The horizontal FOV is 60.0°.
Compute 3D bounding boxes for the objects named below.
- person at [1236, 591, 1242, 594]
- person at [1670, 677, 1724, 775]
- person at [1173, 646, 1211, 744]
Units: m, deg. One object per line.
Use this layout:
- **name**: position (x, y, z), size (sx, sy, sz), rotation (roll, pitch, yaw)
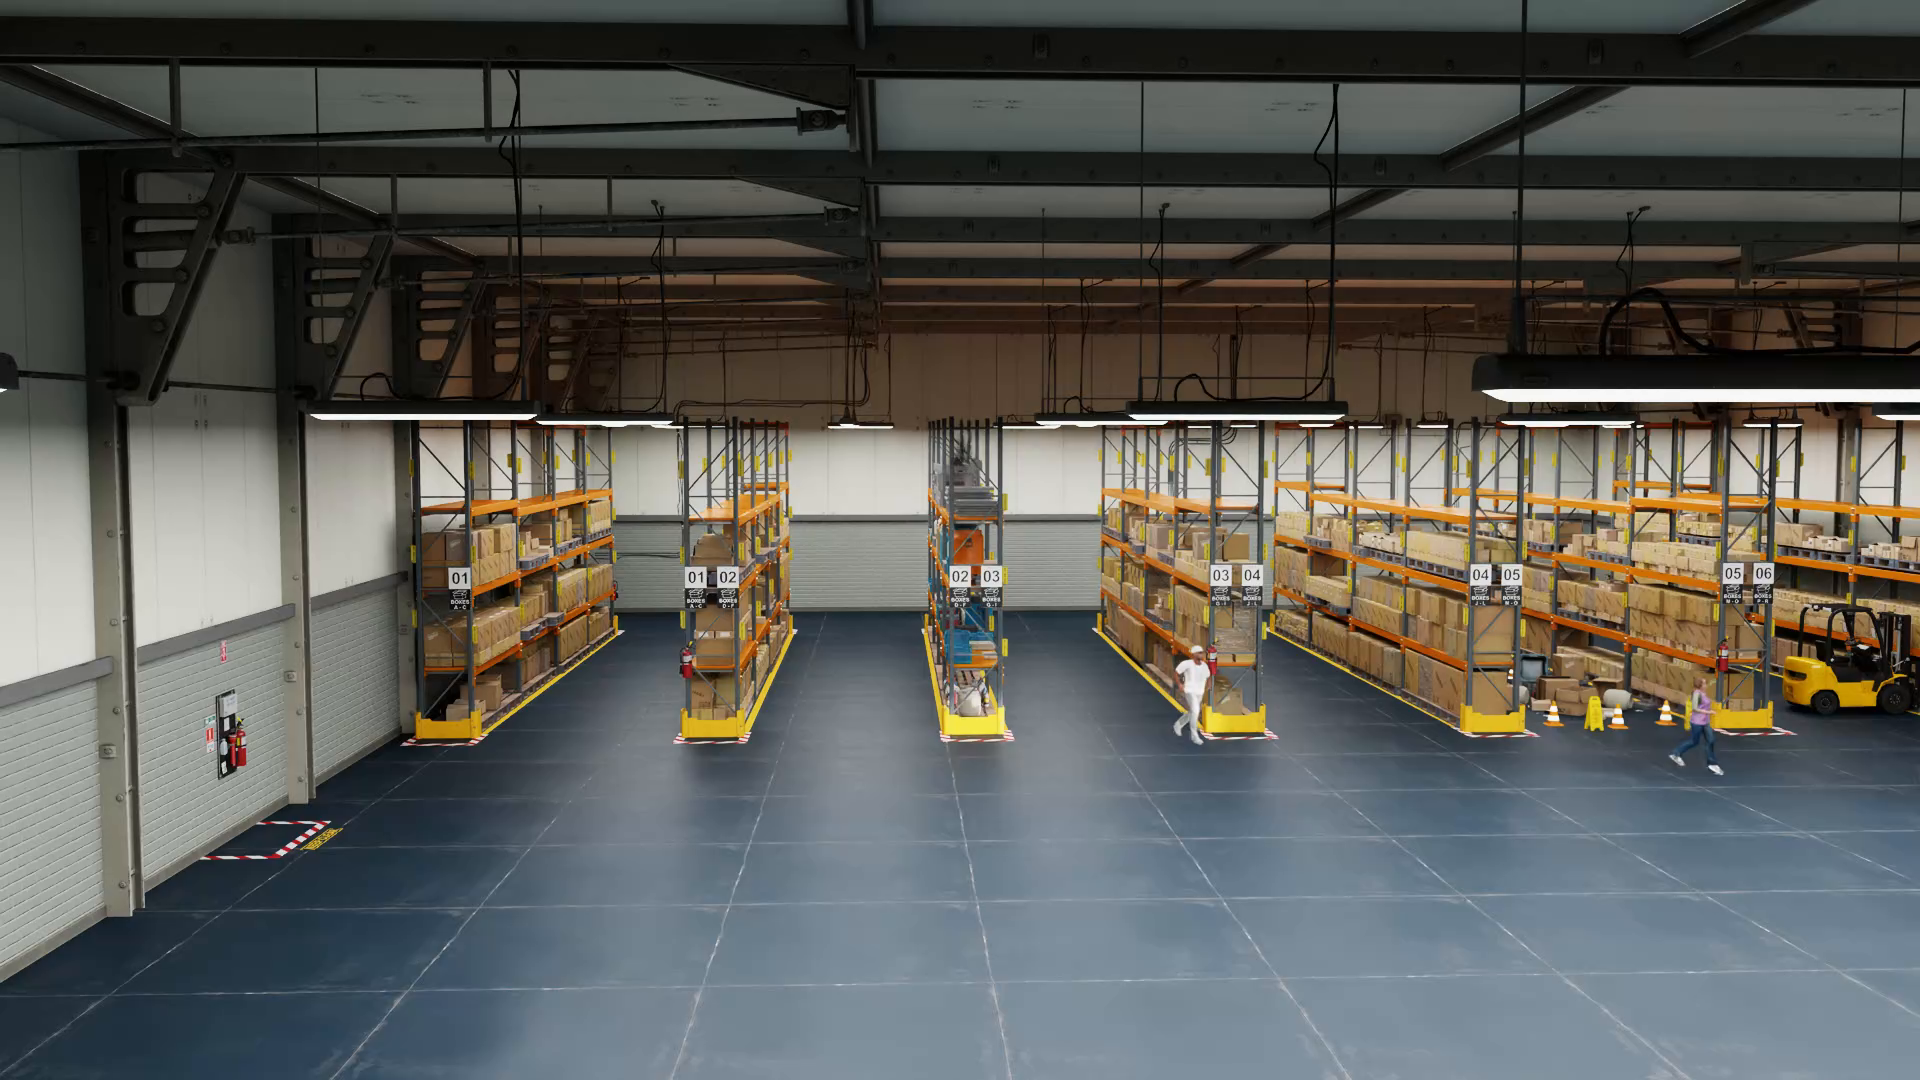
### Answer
- **person**: position (7.777, 1.865, 46.484), size (0.707, 1.681, 0.591), rotation (0, 4, -5)
- **person**: position (12.411, 3.094, 27.954), size (0.860, 1.614, 0.550), rotation (4, 5, 44)
- **person**: position (4.340, 2.839, 30.842), size (0.726, 1.762, 0.841), rotation (-3, 5, -36)
